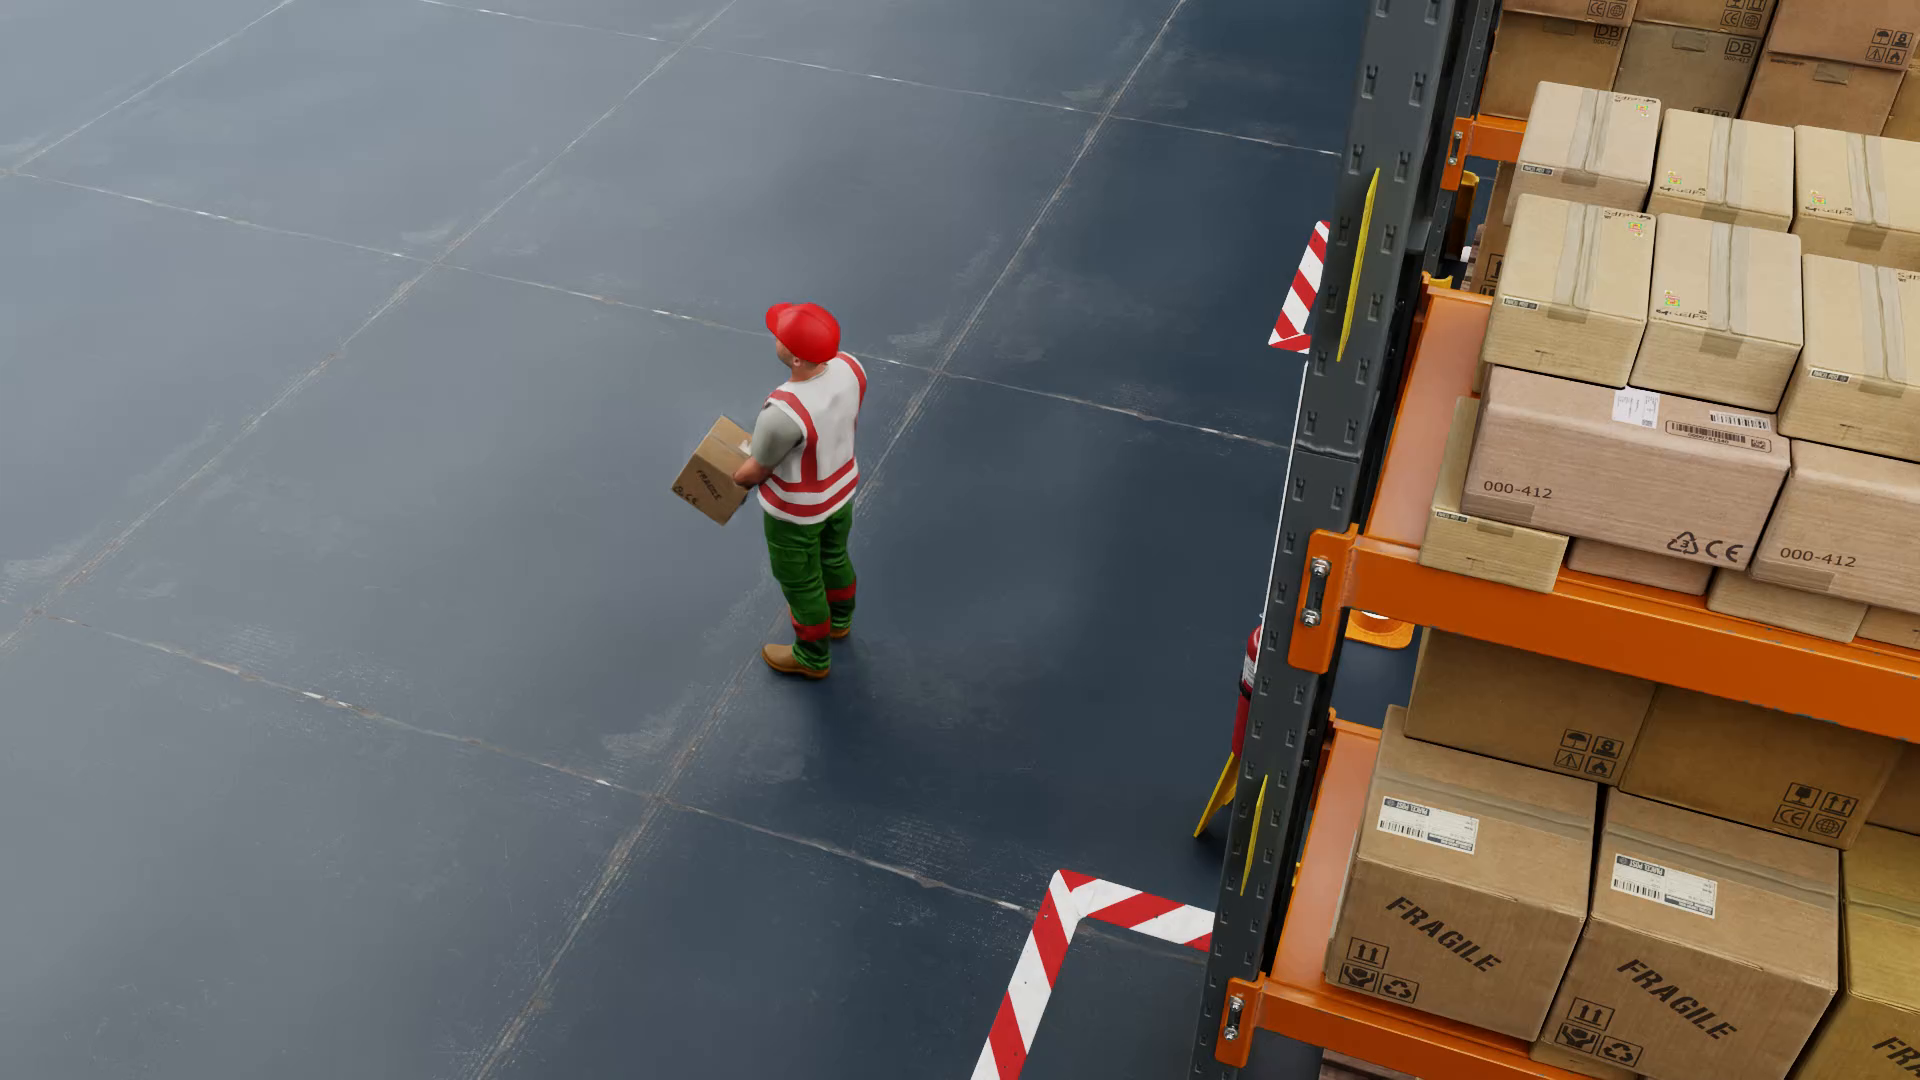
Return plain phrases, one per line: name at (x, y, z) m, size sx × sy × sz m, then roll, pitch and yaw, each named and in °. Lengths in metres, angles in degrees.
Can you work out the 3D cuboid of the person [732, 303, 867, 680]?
person at (-0.635, -0.187, 6.350) m, size 0.527 × 1.793 × 0.514 m, roll 25°, pitch 47°, yaw 26°
